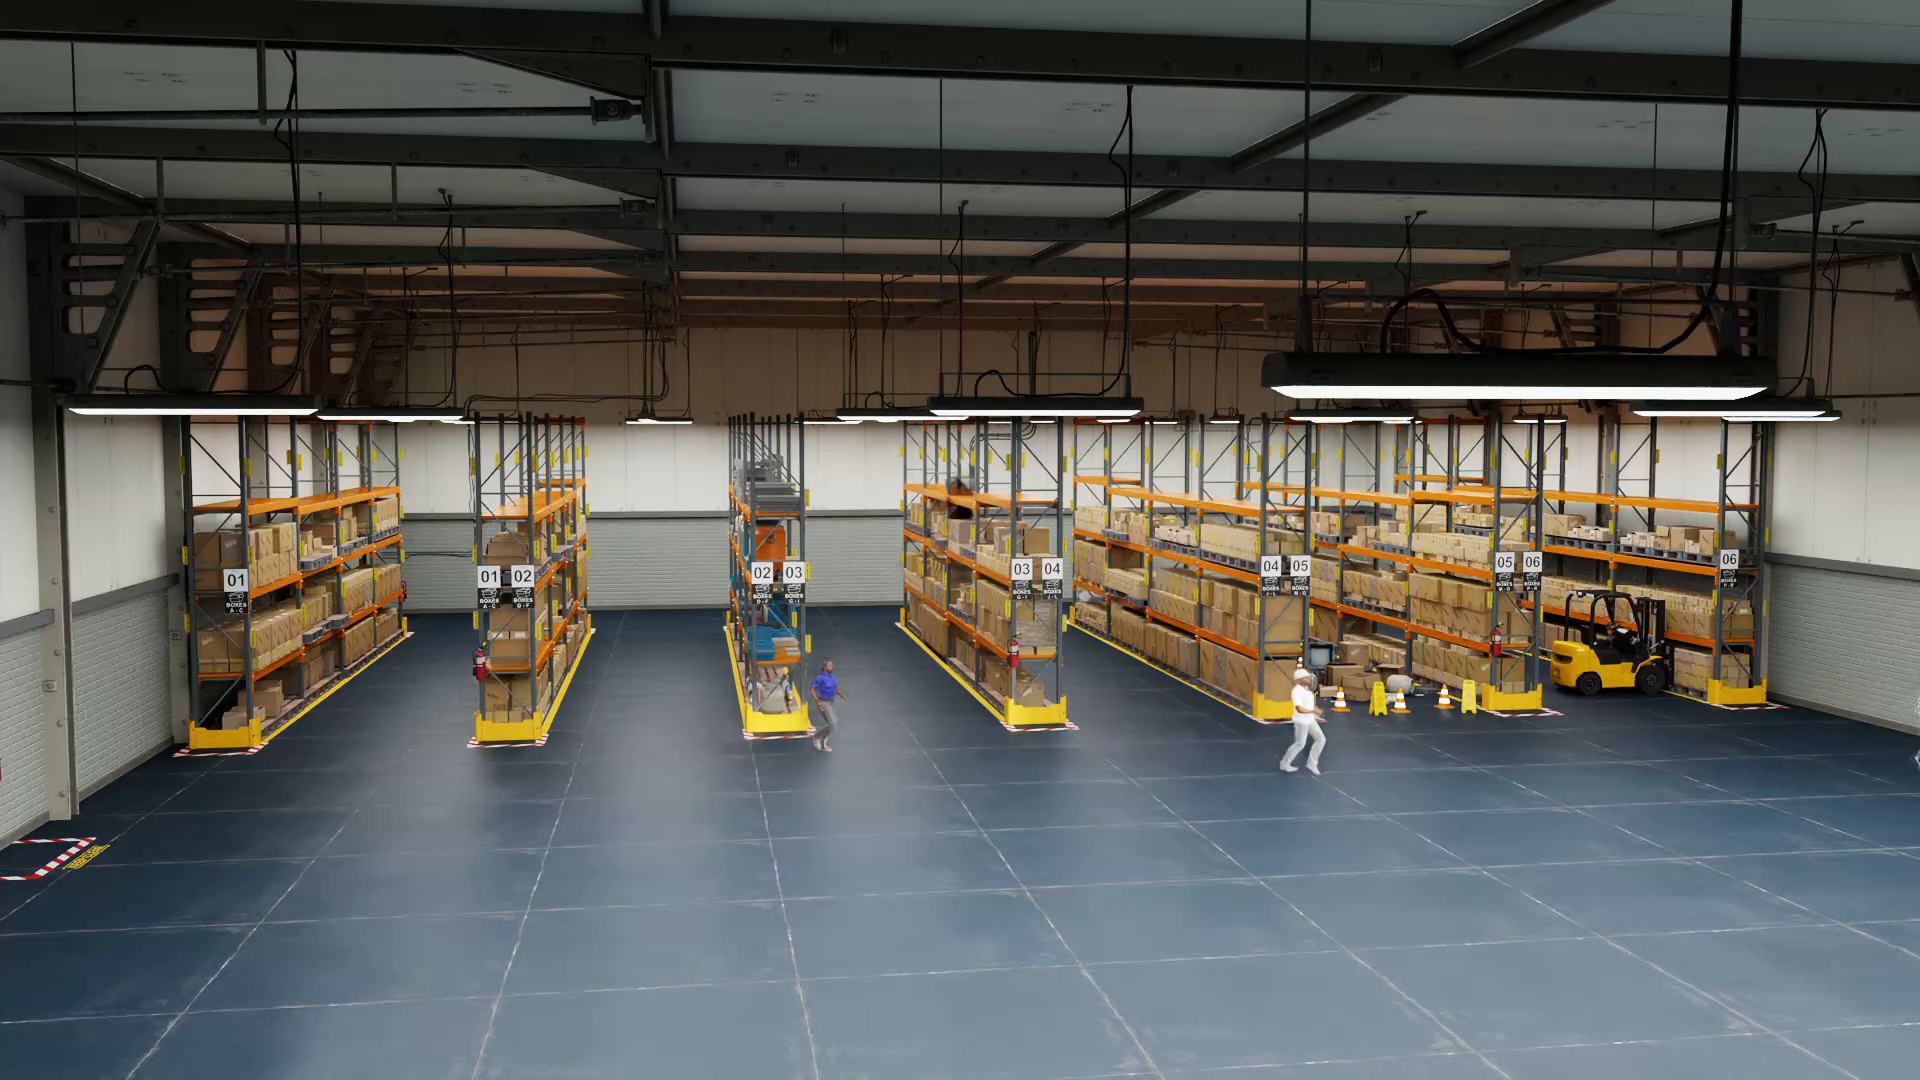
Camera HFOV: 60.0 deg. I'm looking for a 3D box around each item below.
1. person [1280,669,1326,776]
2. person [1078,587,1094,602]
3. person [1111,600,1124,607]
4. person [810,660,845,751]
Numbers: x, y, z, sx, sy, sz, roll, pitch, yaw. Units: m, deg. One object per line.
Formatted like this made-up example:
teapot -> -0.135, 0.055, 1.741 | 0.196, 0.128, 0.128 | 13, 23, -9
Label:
person -> 5.655, 3.004, 27.358 | 0.741, 1.794, 0.707 | 2, 4, 30
person -> 3.830, 1.506, 49.998 | 0.664, 1.635, 0.890 | 2, 4, 27
person -> 4.575, 1.482, 50.083 | 0.920, 1.695, 0.576 | 0, 4, -6
person -> -2.312, 2.919, 29.346 | 0.544, 1.622, 0.588 | 2, 4, 28
